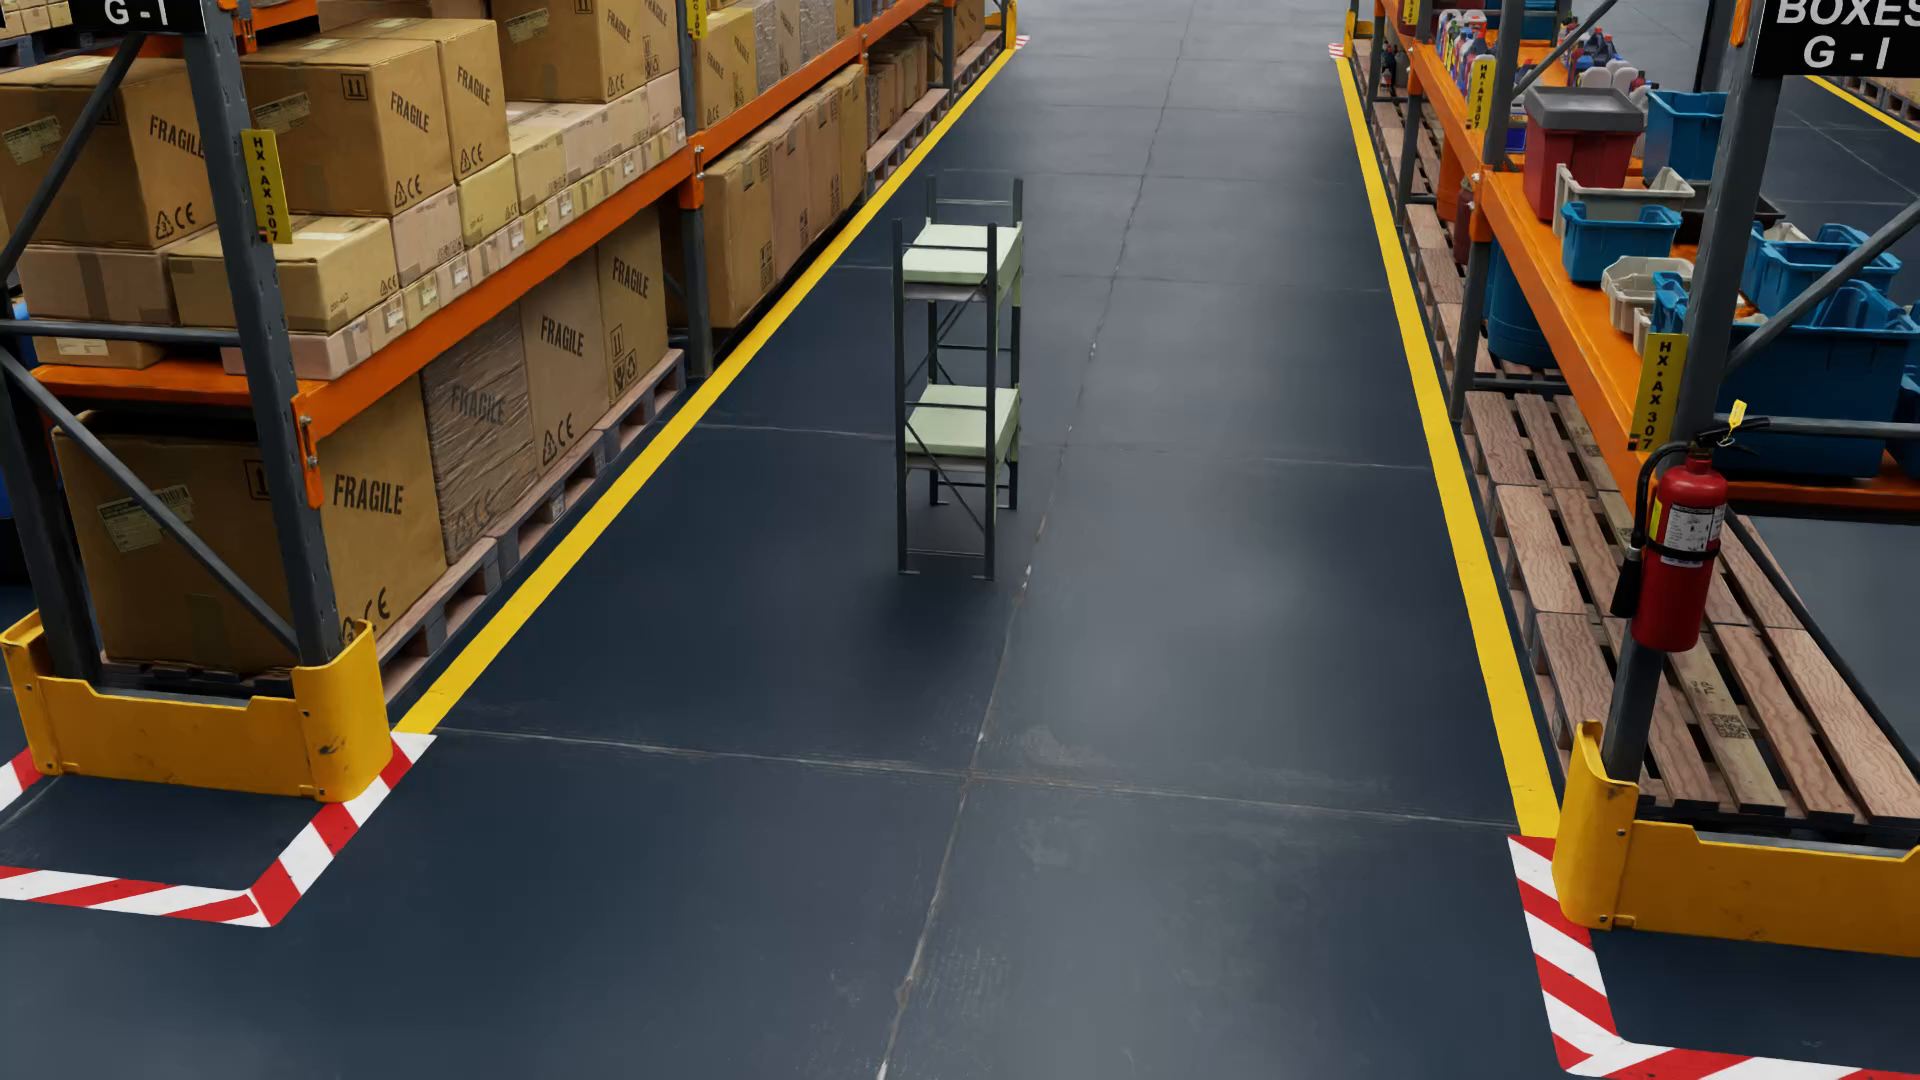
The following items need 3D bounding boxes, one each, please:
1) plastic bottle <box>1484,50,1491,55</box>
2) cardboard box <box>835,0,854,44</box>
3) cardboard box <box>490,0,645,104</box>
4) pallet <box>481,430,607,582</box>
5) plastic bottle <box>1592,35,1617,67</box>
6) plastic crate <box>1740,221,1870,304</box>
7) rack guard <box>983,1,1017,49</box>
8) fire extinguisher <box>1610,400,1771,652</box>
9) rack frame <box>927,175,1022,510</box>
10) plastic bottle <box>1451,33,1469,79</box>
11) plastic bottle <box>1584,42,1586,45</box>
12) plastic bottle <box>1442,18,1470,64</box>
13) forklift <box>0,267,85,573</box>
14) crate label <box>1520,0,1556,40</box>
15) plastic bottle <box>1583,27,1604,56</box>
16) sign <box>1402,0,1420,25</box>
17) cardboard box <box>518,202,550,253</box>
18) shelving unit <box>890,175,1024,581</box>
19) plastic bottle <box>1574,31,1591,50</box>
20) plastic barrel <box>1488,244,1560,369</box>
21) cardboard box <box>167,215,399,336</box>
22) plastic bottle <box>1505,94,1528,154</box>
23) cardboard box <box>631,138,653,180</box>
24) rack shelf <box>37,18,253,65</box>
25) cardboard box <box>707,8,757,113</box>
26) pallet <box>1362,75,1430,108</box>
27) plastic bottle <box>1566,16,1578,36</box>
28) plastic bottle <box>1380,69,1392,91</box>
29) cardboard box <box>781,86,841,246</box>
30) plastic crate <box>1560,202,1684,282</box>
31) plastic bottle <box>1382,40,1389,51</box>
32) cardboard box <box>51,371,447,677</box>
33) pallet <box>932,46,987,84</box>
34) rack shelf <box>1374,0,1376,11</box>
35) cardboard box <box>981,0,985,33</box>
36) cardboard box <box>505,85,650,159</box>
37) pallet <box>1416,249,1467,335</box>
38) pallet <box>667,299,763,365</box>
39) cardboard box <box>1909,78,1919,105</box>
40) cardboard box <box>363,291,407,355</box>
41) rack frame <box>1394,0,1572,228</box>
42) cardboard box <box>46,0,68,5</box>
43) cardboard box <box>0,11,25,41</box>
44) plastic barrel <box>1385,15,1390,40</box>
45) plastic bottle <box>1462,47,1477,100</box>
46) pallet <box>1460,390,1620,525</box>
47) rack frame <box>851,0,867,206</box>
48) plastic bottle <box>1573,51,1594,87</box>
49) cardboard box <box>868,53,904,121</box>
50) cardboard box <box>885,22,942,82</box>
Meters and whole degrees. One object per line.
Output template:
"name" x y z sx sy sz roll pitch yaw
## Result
"plastic bottle" 3.038 -2.697 9.624 0.097 0.271 0.097 0 25 0
"cardboard box" -1.053 -3.786 11.683 0.500 0.500 0.500 5 26 10
"cardboard box" -1.767 -2.278 7.520 0.500 0.500 0.500 4 25 9
"pallet" -2.269 -0.205 7.438 1.003 0.211 1.213 4 25 9
"plastic bottle" 3.719 -2.726 9.593 0.144 0.351 0.185 4 25 9
"plastic crate" 2.992 -0.984 5.940 0.416 0.233 0.300 4 25 9
"rack guard" 0.079 -6.147 19.792 1.175 0.500 0.348 4 25 9
"fire extinguisher" 1.890 -0.040 4.329 0.296 0.674 0.183 4 25 9
"rack frame" 0.061 -0.835 7.265 0.400 1.500 0.023 4 25 9
"plastic bottle" 3.083 -2.972 10.212 0.097 0.271 0.097 0 25 0
"plastic bottle" 3.871 -2.986 10.325 0.097 0.201 0.097 0 25 0
"plastic bottle" 3.205 -3.213 10.723 0.152 0.276 0.135 4 25 9
"forklift" -5.276 -1.360 6.698 3.031 2.935 1.130 0 25 1
"crate label" 4.109 -3.696 11.805 0.303 0.233 0.416 4 25 9
"plastic bottle" 3.771 -2.859 9.878 0.144 0.351 0.185 4 25 9
"sign" 3.126 -3.731 11.489 0.100 0.325 0.005 4 25 9
"cardboard box" -1.890 -1.274 6.730 0.380 0.149 0.250 3 25 7
"shelving unit" 0.001 -0.682 6.938 0.431 1.500 0.755 4 25 9
"plastic bottle" 3.887 -3.058 10.397 0.097 0.271 0.097 0 25 0
"plastic barrel" 3.122 -1.415 8.714 0.600 0.901 0.708 4 25 9
"cardboard box" -2.179 -0.868 5.392 0.500 0.250 0.500 3 25 7
"plastic bottle" 2.762 -2.080 8.301 0.152 0.276 0.135 4 25 9
"cardboard box" -1.681 -1.813 7.881 0.380 0.149 0.250 4 25 8
"rack shelf" -6.420 -3.188 11.372 1.077 0.370 4.000 4 25 9
"cardboard box" -1.467 -2.723 9.410 0.500 0.500 0.500 4 25 9
"pallet" 4.475 -4.310 16.208 1.003 0.211 1.213 4 25 9
"plastic bottle" 3.987 -3.274 10.843 0.061 0.283 0.133 4 25 9
"plastic bottle" 4.076 -4.400 15.893 0.097 0.201 0.097 0 25 0
"cardboard box" -1.503 -2.533 11.135 1.225 0.875 0.875 4 25 9
"plastic crate" 2.445 -1.104 6.197 0.416 0.233 0.300 4 25 9
"plastic bottle" 4.229 -4.799 16.569 0.144 0.351 0.185 4 25 8
"cardboard box" -2.498 -0.120 5.979 0.875 0.875 0.875 4 25 9
"pallet" -0.291 -5.170 18.046 1.003 0.211 1.213 4 25 9
"rack shelf" 4.651 -5.805 16.963 1.077 0.370 4.000 4 25 9
"cardboard box" -0.028 -6.109 19.216 0.500 0.500 0.500 9 27 18
"cardboard box" -1.766 -1.939 7.681 0.500 0.250 0.500 5 26 10
"pallet" 3.381 -1.517 10.243 1.003 0.211 1.213 4 25 9
"pallet" -1.818 -1.357 9.900 1.003 0.211 1.213 4 25 9
"cardboard box" 9.070 -4.104 15.227 0.500 0.250 0.500 4 25 9
"cardboard box" -2.100 -0.738 5.585 0.380 0.149 0.250 4 25 8
"rack frame" 3.670 -3.622 11.449 1.000 3.000 0.127 4 25 9
"cardboard box" -6.019 -3.571 10.791 0.380 0.149 0.250 4 25 8
"cardboard box" -6.102 -3.213 10.376 0.380 0.149 0.250 4 25 9
"plastic barrel" 4.945 -5.750 18.436 0.421 0.512 0.421 0 25 0
"plastic bottle" 2.957 -2.700 9.618 0.061 0.283 0.133 4 25 9
"pallet" 2.934 -0.376 7.803 1.003 0.211 1.213 4 25 9
"rack frame" -1.216 -3.965 12.182 1.000 3.000 0.127 4 25 9
"plastic bottle" 3.593 -2.680 9.589 0.097 0.271 0.097 0 25 0
"cardboard box" -0.872 -4.017 14.724 0.700 0.500 0.500 2 25 4
"cardboard box" -0.458 -4.860 16.548 0.500 0.500 0.500 3 25 7
